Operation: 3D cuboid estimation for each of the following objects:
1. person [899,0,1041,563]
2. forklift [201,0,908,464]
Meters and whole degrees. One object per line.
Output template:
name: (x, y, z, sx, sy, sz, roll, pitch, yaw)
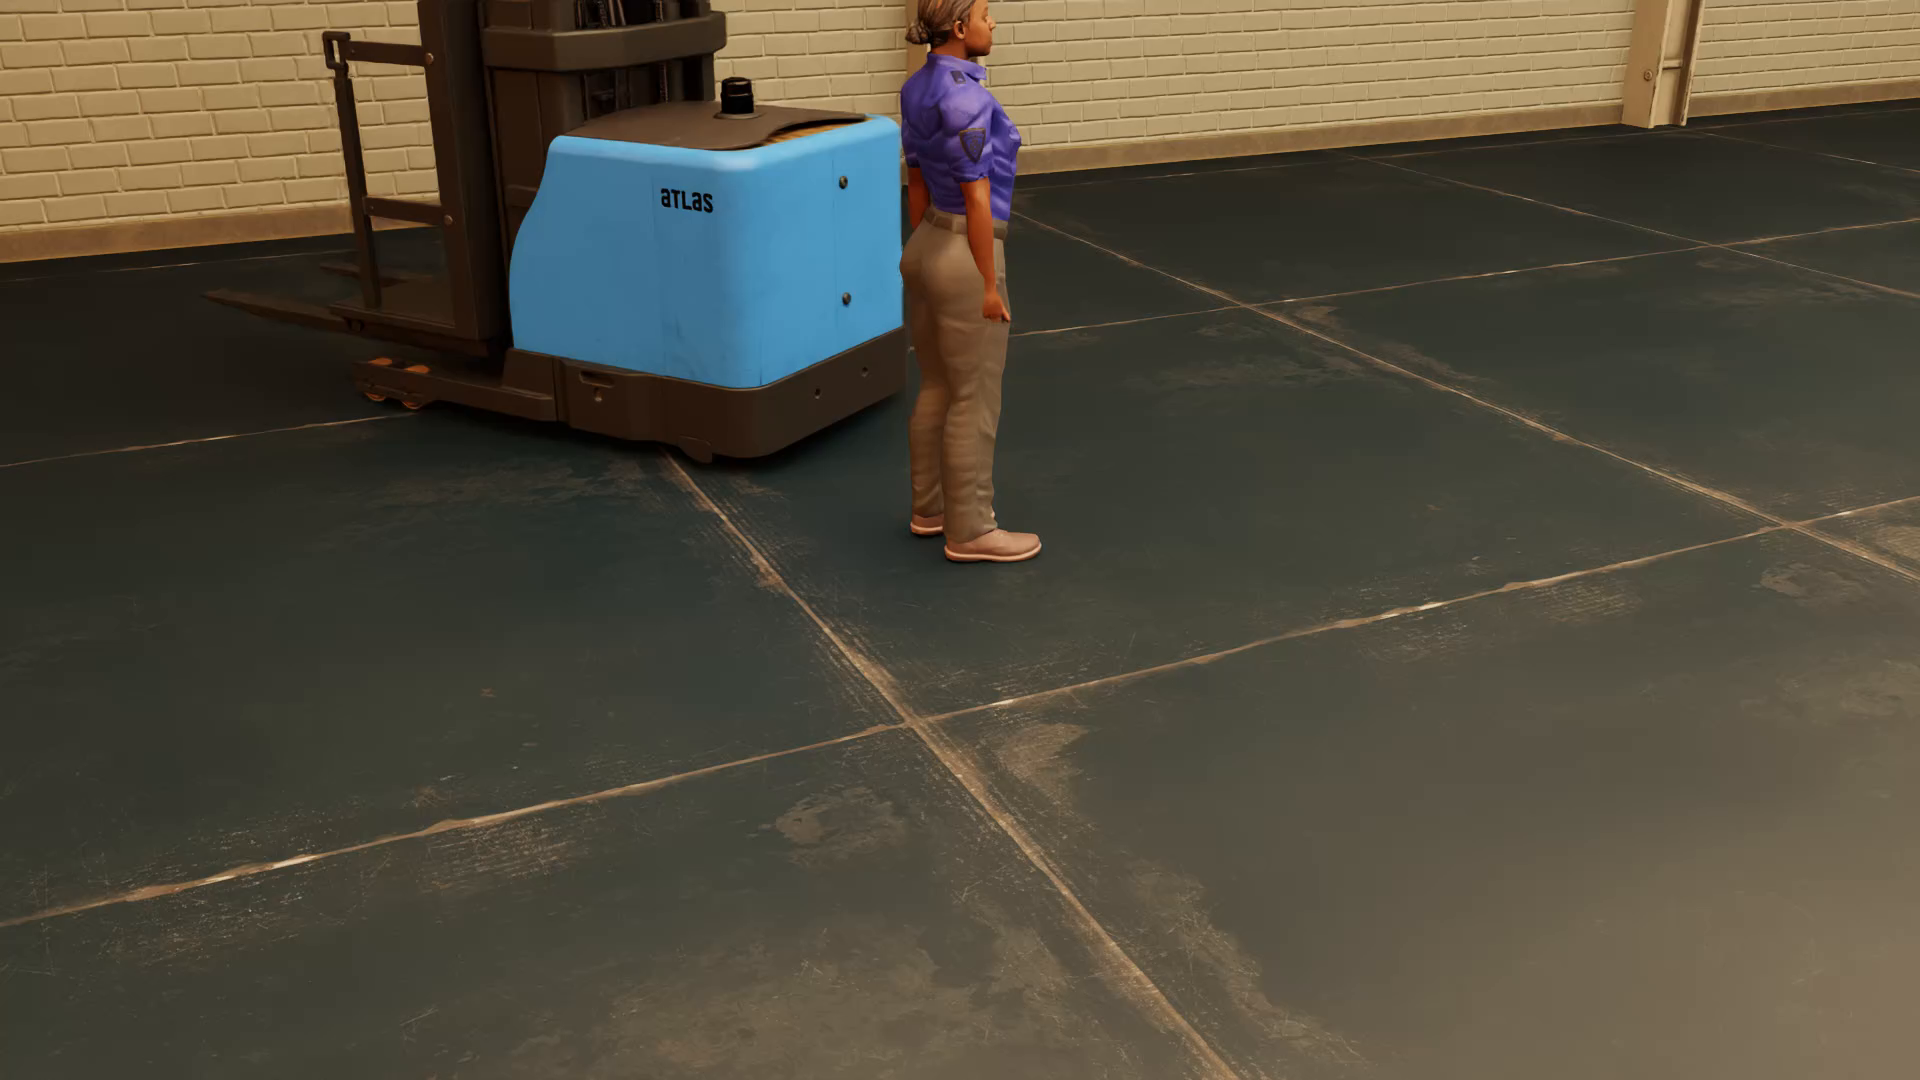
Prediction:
person: (0.016, -0.764, 4.792, 0.335, 1.660, 0.451, -10, 25, -23)
forklift: (-1.734, -2.009, 6.123, 3.031, 2.935, 1.130, 12, 26, 27)
